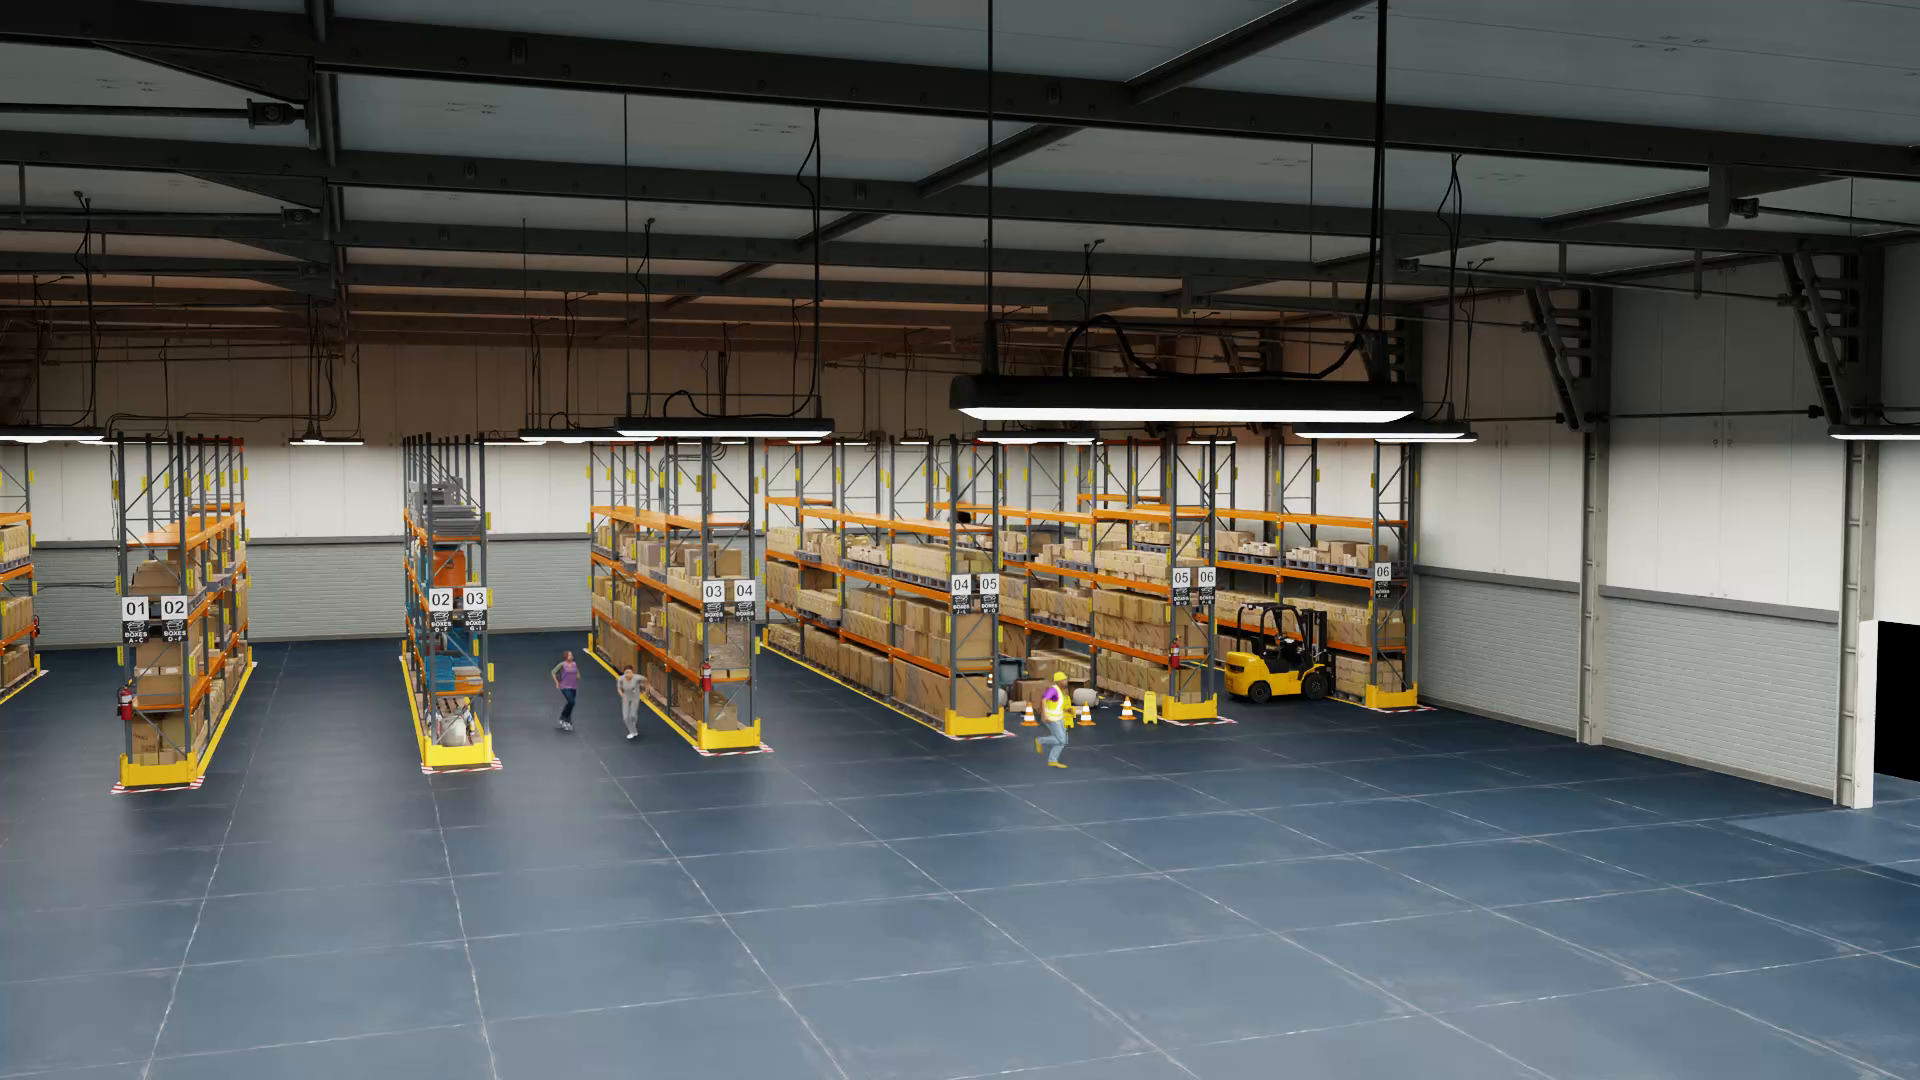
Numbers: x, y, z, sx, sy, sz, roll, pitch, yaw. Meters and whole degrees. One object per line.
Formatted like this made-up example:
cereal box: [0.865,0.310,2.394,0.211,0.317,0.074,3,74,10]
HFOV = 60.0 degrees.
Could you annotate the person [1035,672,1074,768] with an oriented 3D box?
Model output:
person: [1.692,3.227,29.874,0.688,1.714,0.744,1,3,22]

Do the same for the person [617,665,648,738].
person: [-6.426,3.171,32.688,0.585,1.496,0.766,0,3,-3]

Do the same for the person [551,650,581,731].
person: [-7.956,3.050,33.784,0.688,1.623,0.505,3,4,39]

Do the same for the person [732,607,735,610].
person: [-6.067,2.353,46.101,0.588,1.628,0.703,-1,3,-24]
